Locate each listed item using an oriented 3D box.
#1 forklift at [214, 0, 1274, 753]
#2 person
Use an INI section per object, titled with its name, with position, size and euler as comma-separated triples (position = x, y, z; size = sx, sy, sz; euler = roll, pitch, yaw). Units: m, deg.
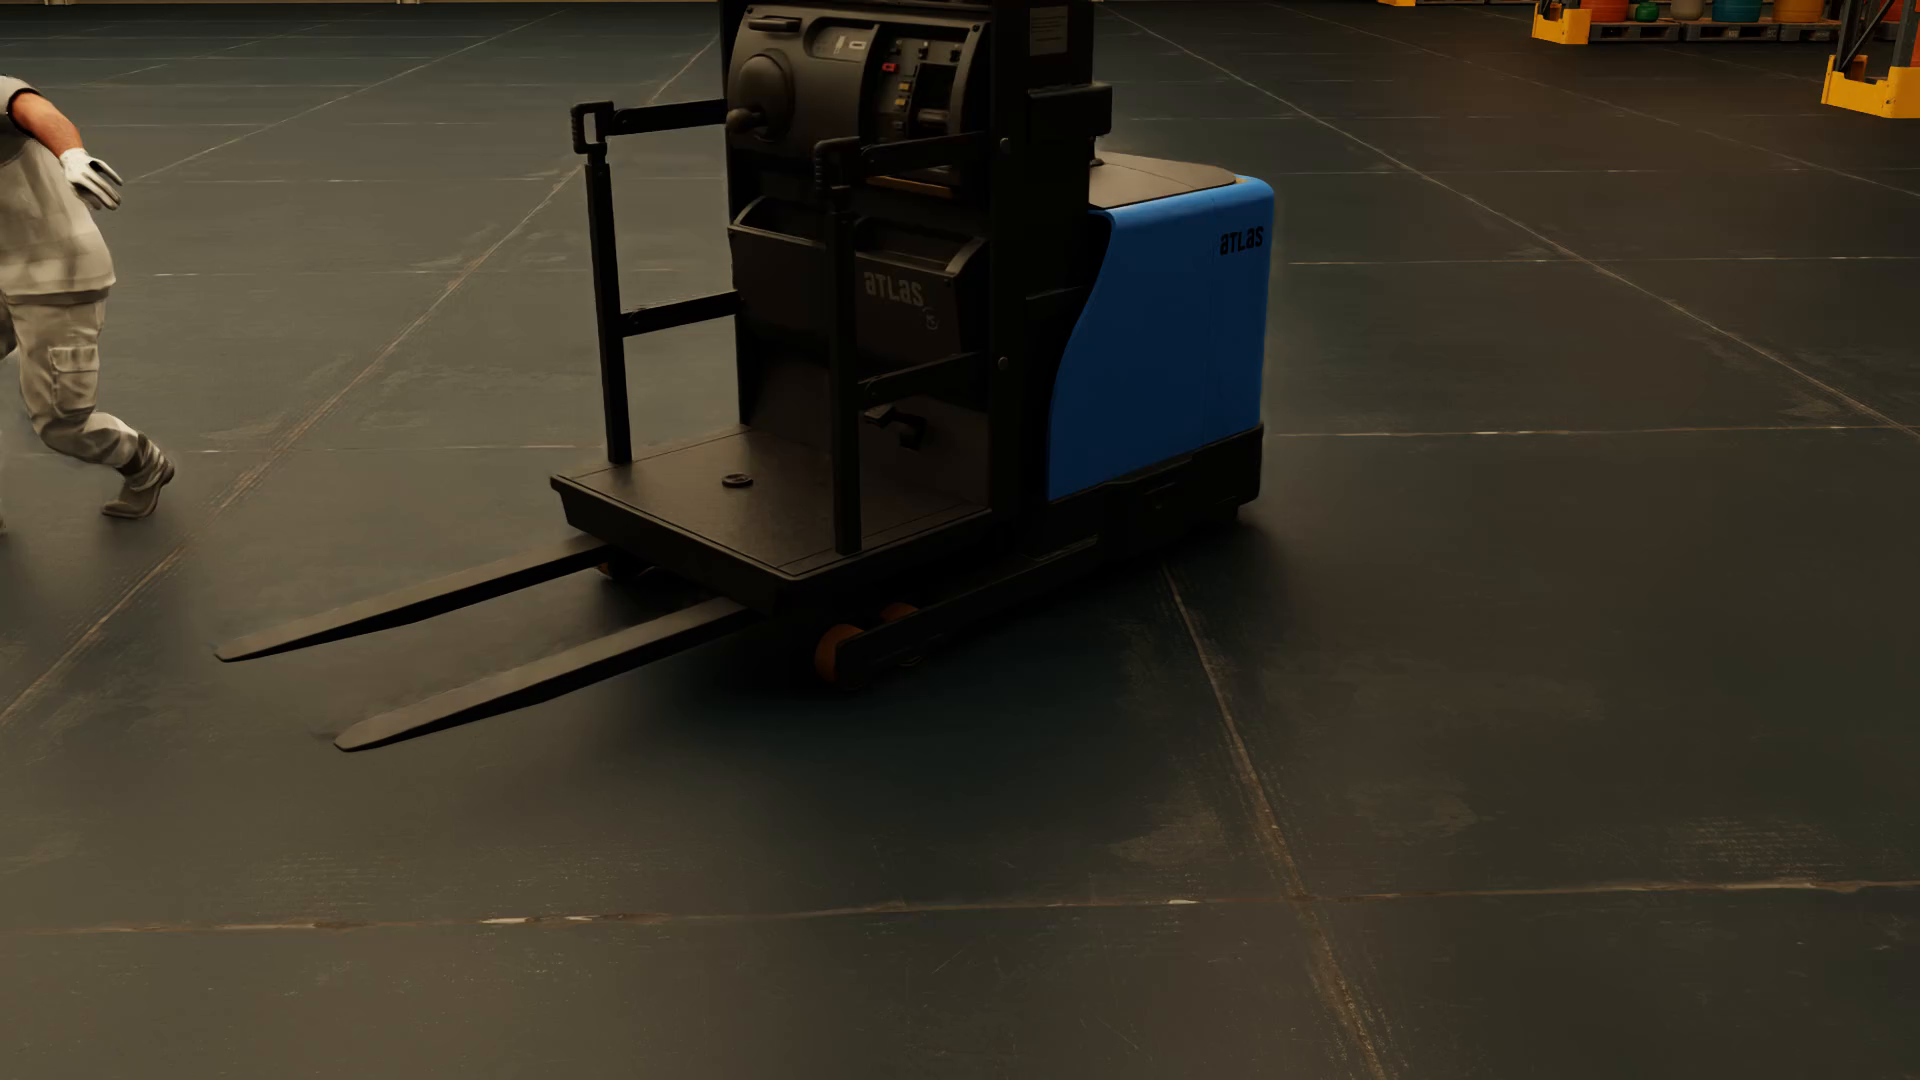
[forklift]
position = -0.438, -1.196, 4.208
size = 3.031, 2.935, 1.130
euler = -20, 29, -41
[person]
position = -2.746, -0.722, 4.872
size = 0.691, 1.582, 1.224
euler = -14, 25, -31
